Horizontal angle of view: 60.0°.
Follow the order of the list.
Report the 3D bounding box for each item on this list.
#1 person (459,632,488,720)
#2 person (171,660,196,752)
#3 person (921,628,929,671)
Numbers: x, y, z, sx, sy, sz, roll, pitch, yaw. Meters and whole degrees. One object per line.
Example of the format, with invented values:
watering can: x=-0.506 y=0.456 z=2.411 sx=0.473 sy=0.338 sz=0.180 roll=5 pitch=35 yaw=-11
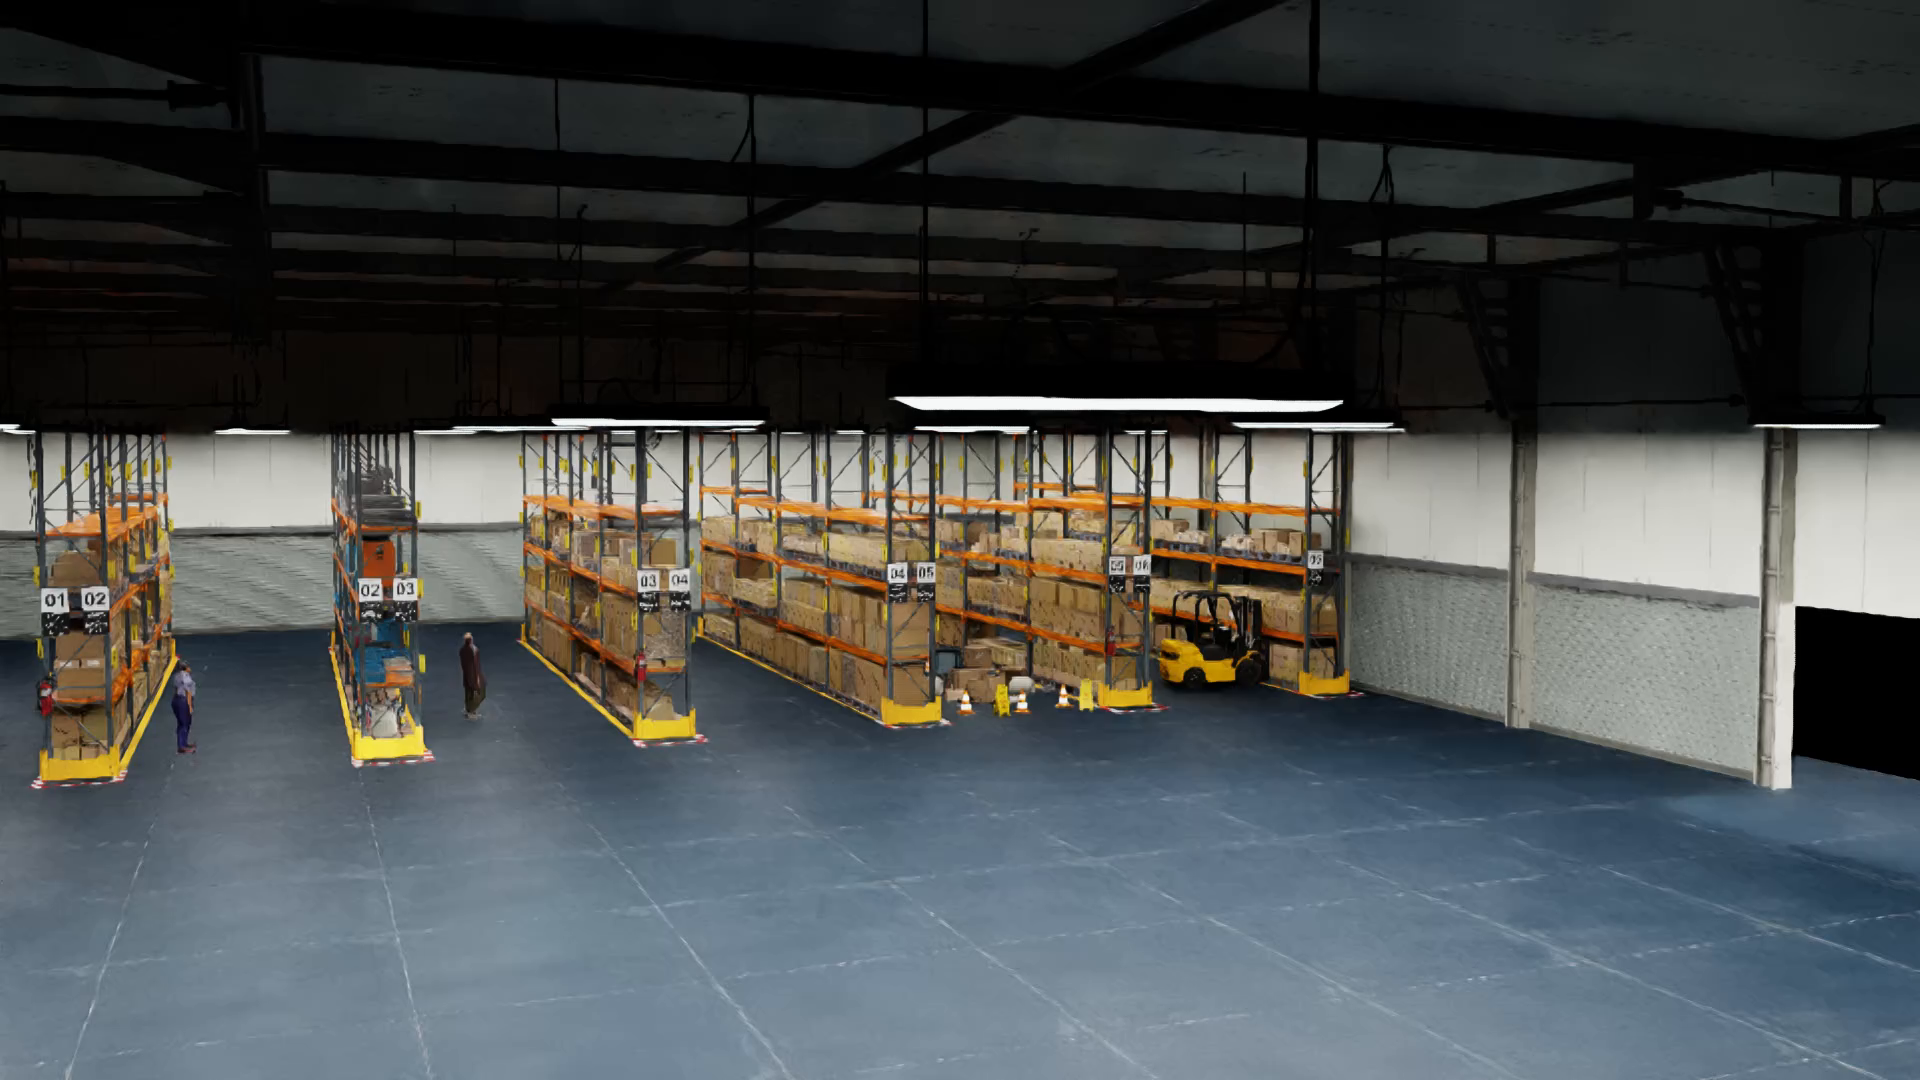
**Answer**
person: x=-9.823 y=2.742 z=33.433 sx=0.628 sy=1.777 sz=0.515 roll=3 pitch=5 yaw=41
person: x=-14.054 y=2.998 z=30.204 sx=0.578 sy=1.657 sz=0.445 roll=3 pitch=5 yaw=41
person: x=-0.855 y=2.348 z=39.999 sx=0.581 sy=1.721 sz=0.655 roll=0 pitch=4 yaw=7
